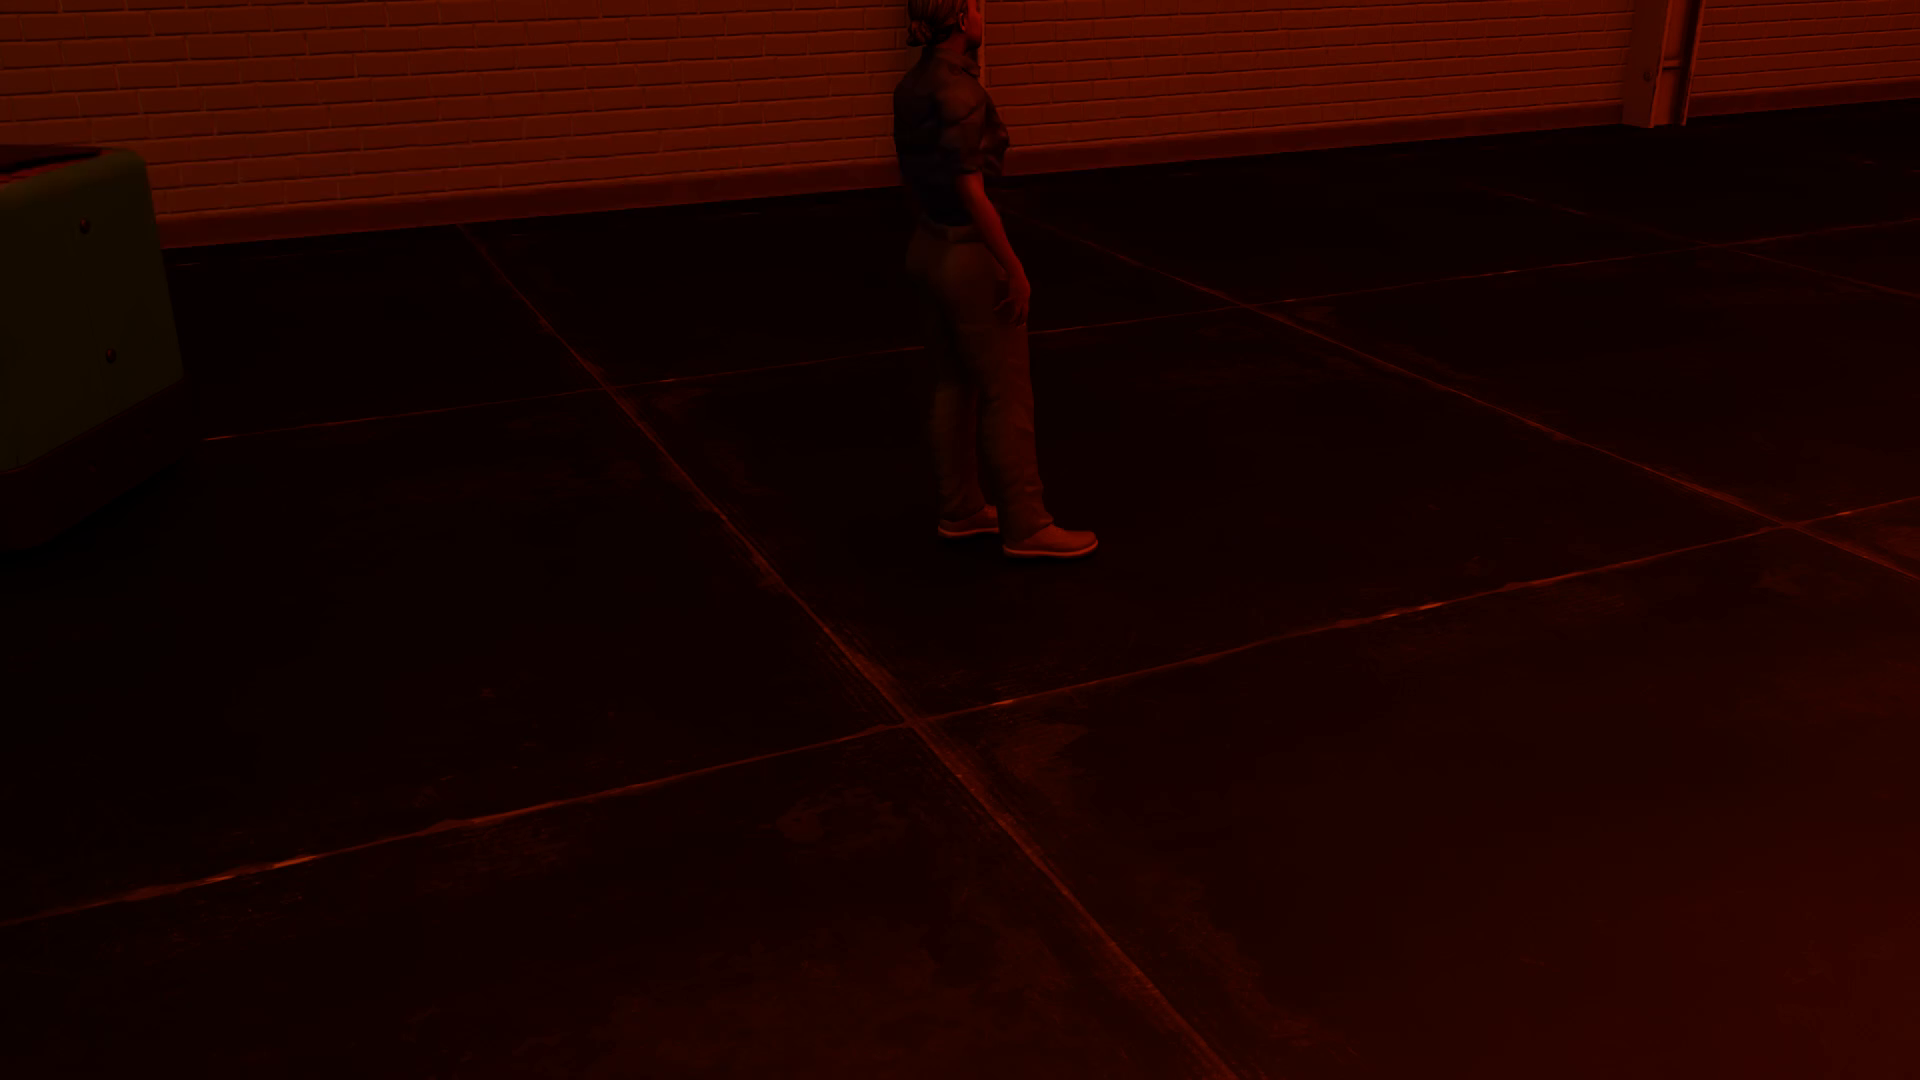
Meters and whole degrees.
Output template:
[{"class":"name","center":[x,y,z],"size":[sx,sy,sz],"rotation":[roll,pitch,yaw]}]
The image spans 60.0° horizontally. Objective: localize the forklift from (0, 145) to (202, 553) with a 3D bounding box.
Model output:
[{"class":"forklift","center":[-4.154,-1.506,4.912],"size":[3.031,2.935,1.130],"rotation":[2,23,6]}]

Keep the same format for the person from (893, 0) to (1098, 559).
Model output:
[{"class":"person","center":[0.088,-0.778,4.804],"size":[0.504,1.654,0.569],"rotation":[-10,25,-23]}]
